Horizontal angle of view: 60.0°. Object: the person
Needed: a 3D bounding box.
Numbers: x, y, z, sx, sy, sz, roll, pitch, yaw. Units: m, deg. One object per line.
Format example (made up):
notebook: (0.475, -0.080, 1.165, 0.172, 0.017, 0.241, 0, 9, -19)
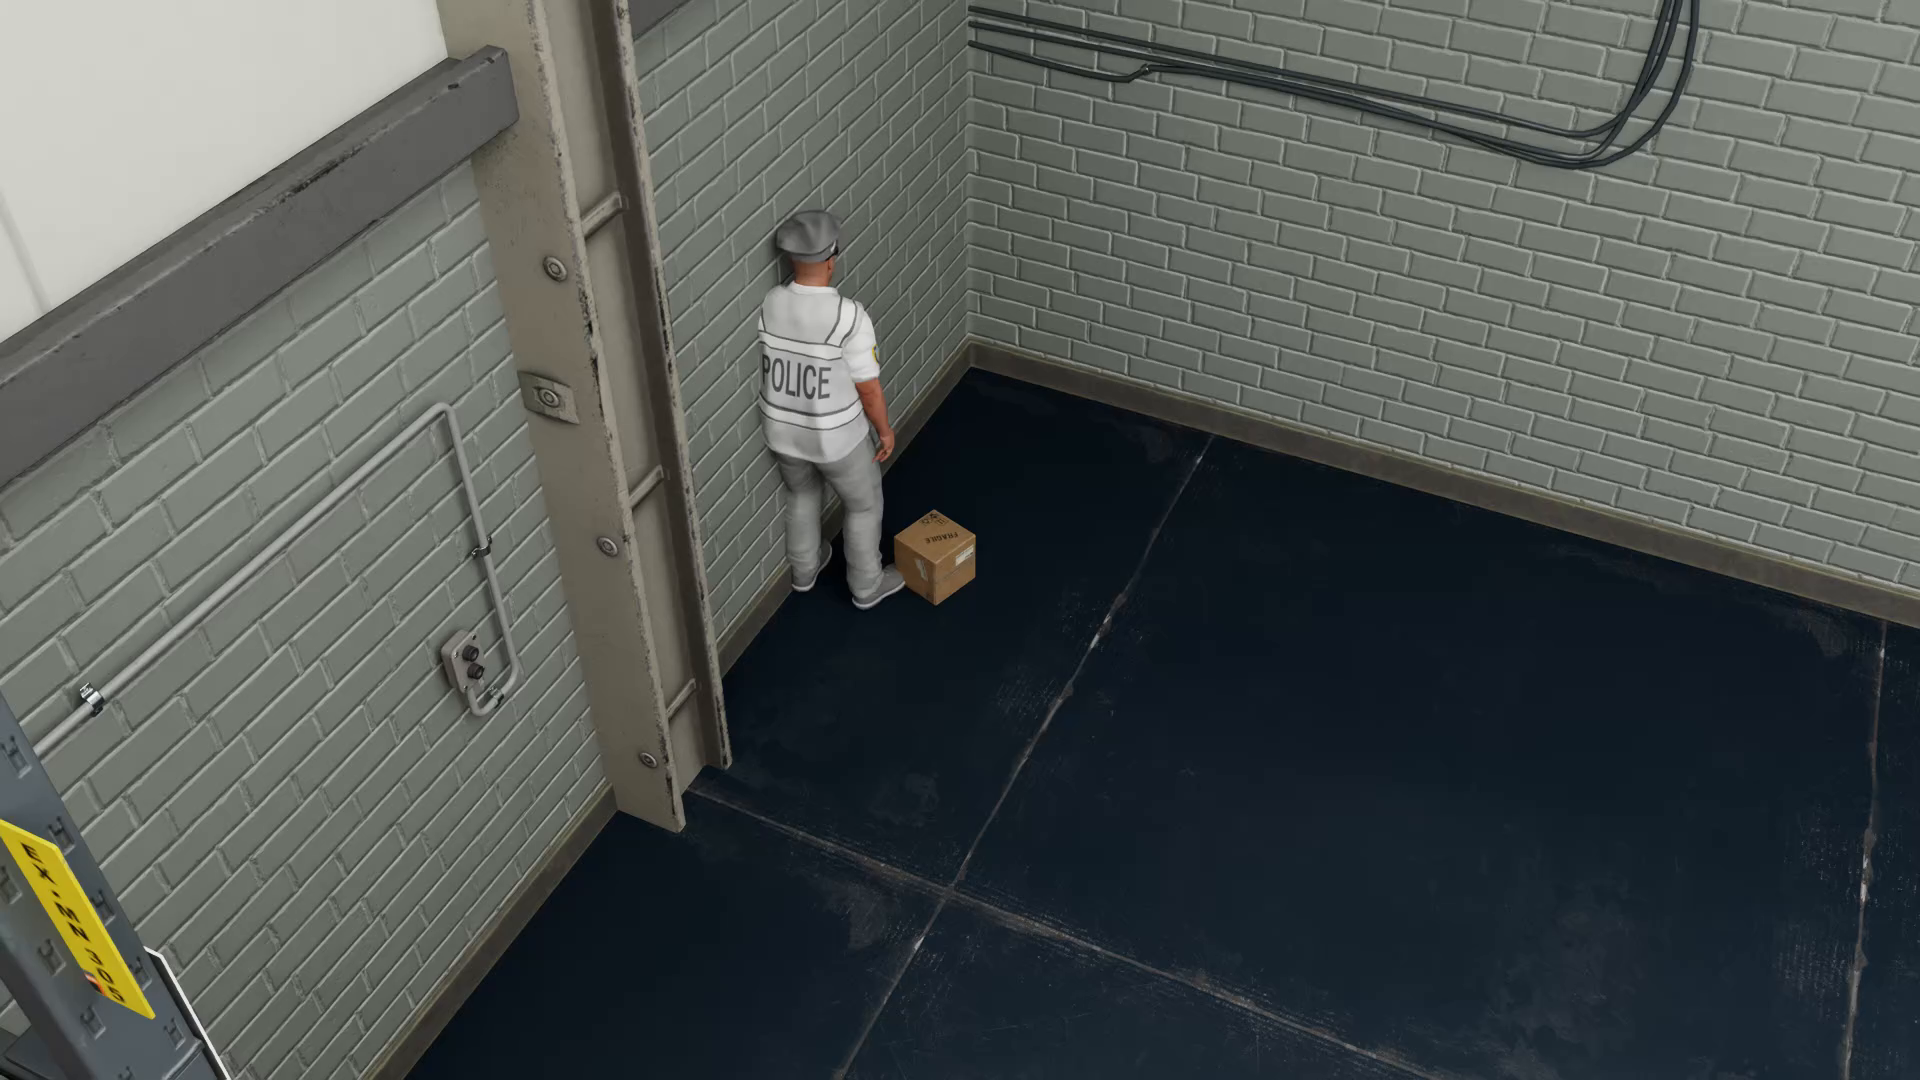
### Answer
person: (-0.558, -0.461, 6.669, 0.607, 1.751, 0.431, 15, 44, 16)
